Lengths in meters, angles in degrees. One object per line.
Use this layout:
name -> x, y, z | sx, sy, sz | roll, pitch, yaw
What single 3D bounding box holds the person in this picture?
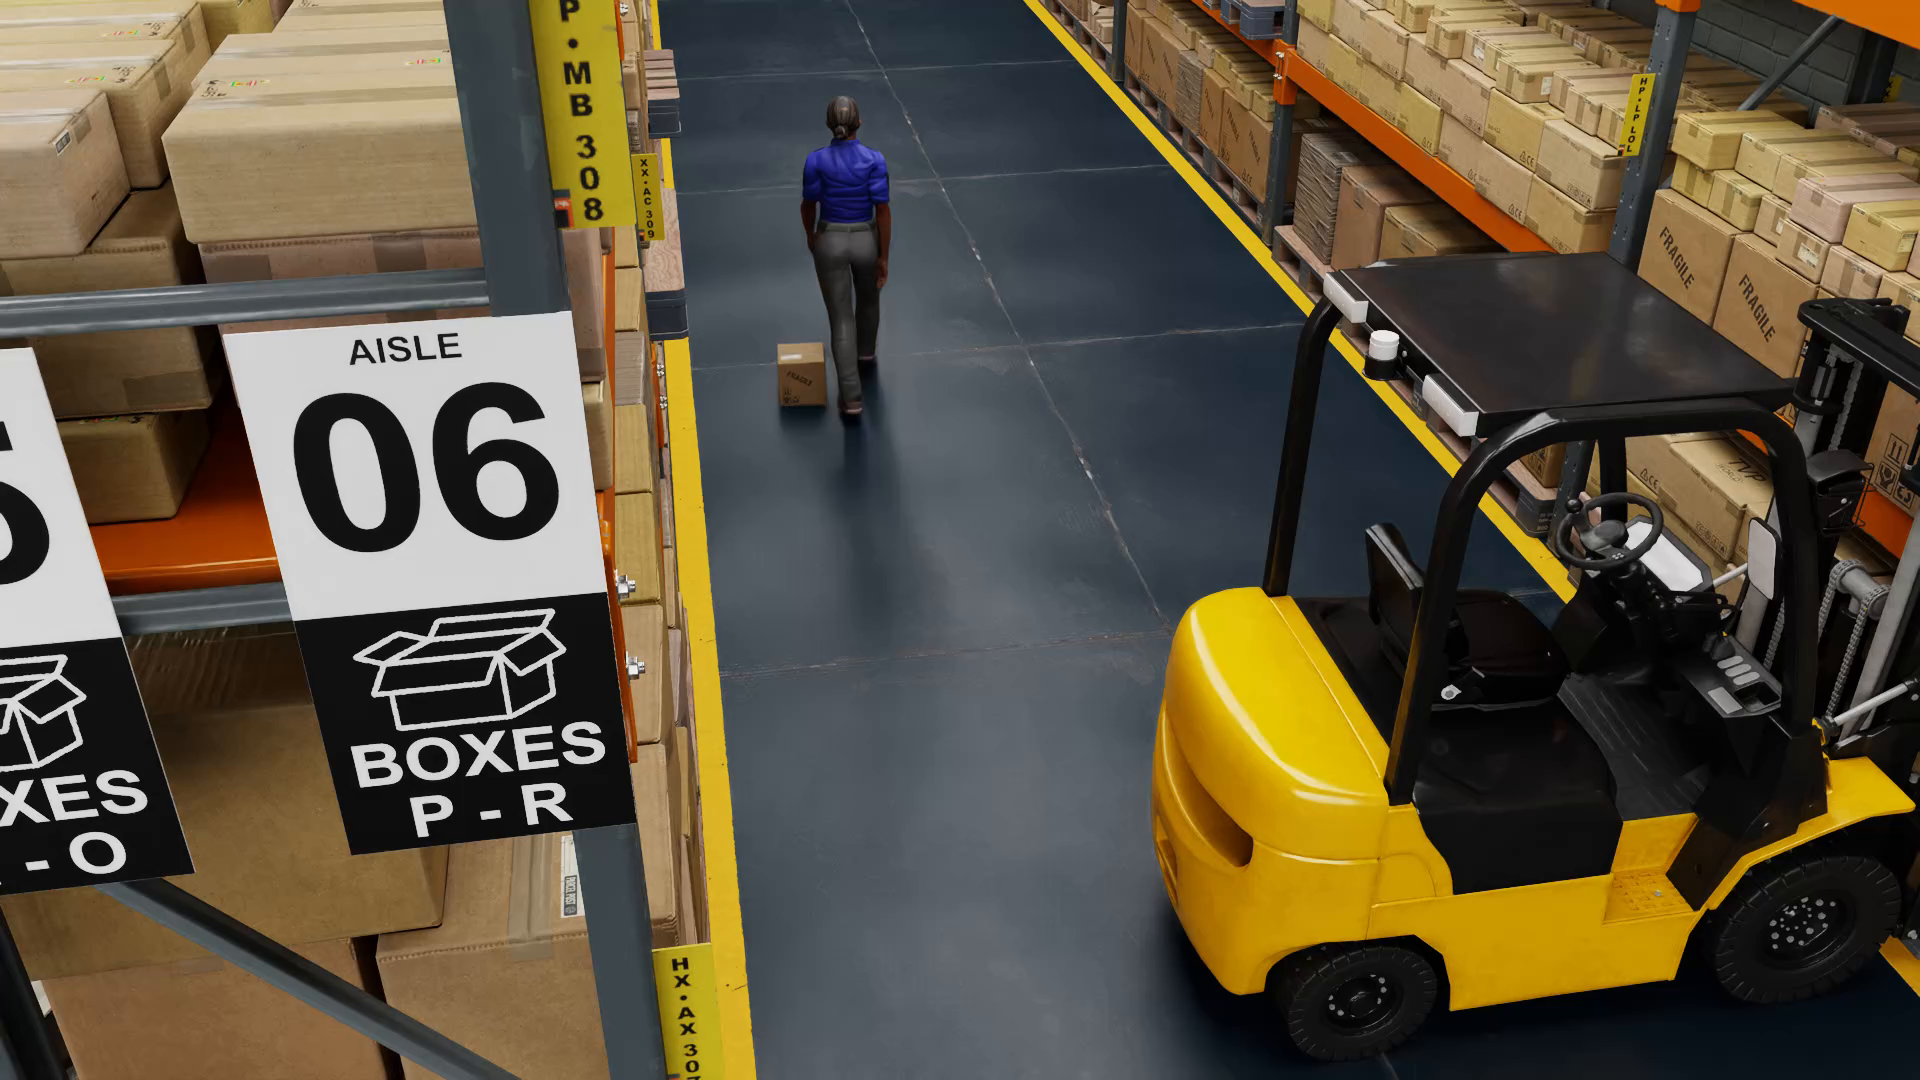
person -> -0.601, -1.559, 8.719 | 0.454, 1.605, 0.960 | -4, 31, -7
